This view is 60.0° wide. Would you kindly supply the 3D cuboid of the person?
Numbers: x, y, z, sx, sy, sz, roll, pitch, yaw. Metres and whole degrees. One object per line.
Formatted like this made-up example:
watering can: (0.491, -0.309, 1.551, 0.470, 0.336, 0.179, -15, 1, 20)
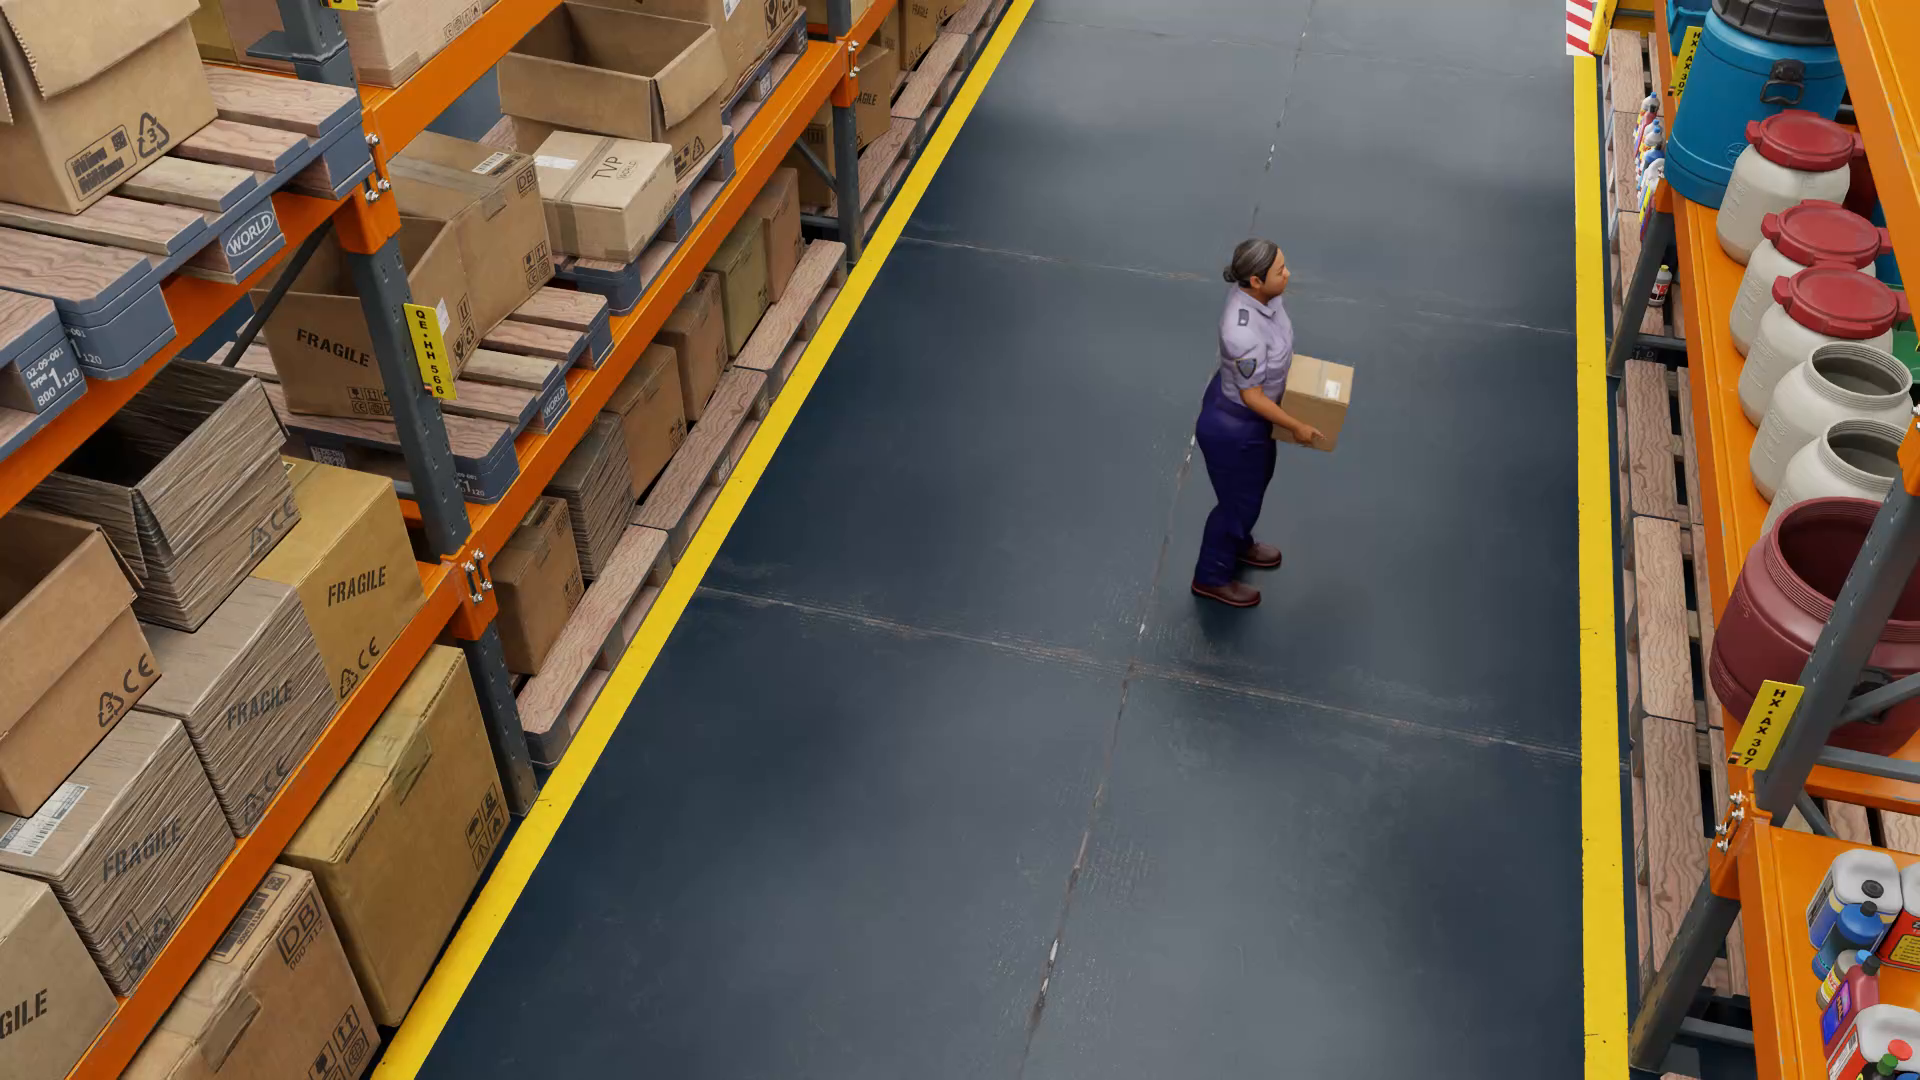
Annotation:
person: (1.178, -0.482, 6.712, 0.422, 1.652, 0.537, 9, 42, 10)
